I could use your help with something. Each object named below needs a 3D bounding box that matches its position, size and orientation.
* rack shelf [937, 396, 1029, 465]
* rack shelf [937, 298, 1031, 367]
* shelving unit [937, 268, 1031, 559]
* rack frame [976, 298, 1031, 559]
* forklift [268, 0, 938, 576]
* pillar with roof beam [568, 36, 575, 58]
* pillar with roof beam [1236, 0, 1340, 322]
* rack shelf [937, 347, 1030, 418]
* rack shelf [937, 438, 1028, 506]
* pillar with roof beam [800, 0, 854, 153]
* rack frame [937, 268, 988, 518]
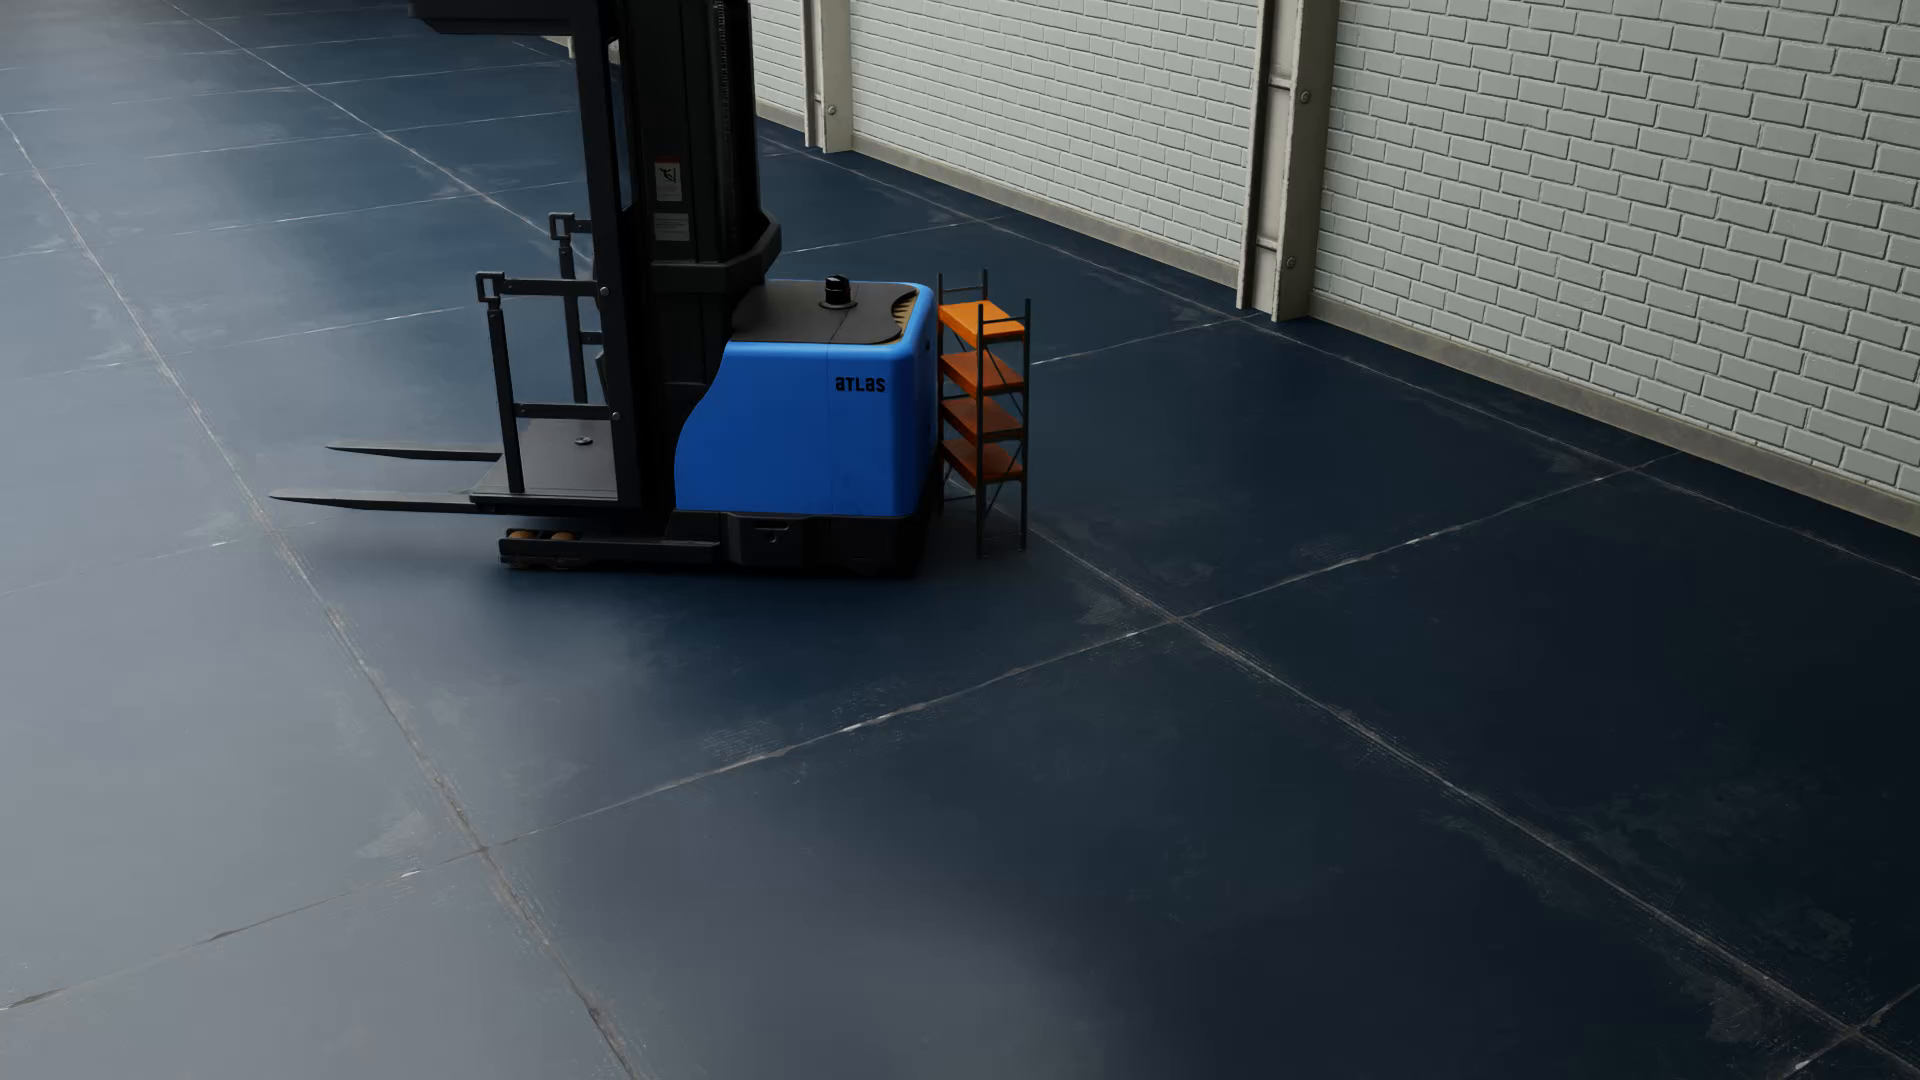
[{"bbox_3d":[0.100,-0.512,7.587,0.258,0.148,0.480,-9,27,-19],"label":"rack shelf"},{"bbox_3d":[0.100,-0.928,7.390,0.258,0.148,0.480,-9,27,-19],"label":"rack shelf"},{"bbox_3d":[0.100,-0.573,7.558,0.258,1.200,0.503,-9,27,-19],"label":"shelving unit"},{"bbox_3d":[0.189,-0.476,7.352,0.240,1.200,0.015,-9,27,-19],"label":"rack frame"},{"bbox_3d":[-1.652,-1.412,7.308,3.031,2.935,1.130,2,25,4],"label":"forklift"},{"bbox_3d":[-8.095,-8.870,15.998,9.100,9.000,0.400,-16,29,-30],"label":"pillar with roof beam"},{"bbox_3d":[-1.545,-4.578,6.906,9.100,9.000,0.400,-16,29,-30],"label":"pillar with roof beam"},{"bbox_3d":[0.100,-0.714,7.491,0.258,0.148,0.480,-9,27,-19],"label":"rack shelf"},{"bbox_3d":[0.100,-0.332,7.671,0.258,0.148,0.480,-9,27,-19],"label":"rack shelf"},{"bbox_3d":[-4.820,-6.724,11.452,9.100,9.000,0.400,-16,29,-30],"label":"pillar with roof beam"},{"bbox_3d":[0.012,-0.670,7.763,0.240,1.200,0.015,-9,27,-19],"label":"rack frame"}]
